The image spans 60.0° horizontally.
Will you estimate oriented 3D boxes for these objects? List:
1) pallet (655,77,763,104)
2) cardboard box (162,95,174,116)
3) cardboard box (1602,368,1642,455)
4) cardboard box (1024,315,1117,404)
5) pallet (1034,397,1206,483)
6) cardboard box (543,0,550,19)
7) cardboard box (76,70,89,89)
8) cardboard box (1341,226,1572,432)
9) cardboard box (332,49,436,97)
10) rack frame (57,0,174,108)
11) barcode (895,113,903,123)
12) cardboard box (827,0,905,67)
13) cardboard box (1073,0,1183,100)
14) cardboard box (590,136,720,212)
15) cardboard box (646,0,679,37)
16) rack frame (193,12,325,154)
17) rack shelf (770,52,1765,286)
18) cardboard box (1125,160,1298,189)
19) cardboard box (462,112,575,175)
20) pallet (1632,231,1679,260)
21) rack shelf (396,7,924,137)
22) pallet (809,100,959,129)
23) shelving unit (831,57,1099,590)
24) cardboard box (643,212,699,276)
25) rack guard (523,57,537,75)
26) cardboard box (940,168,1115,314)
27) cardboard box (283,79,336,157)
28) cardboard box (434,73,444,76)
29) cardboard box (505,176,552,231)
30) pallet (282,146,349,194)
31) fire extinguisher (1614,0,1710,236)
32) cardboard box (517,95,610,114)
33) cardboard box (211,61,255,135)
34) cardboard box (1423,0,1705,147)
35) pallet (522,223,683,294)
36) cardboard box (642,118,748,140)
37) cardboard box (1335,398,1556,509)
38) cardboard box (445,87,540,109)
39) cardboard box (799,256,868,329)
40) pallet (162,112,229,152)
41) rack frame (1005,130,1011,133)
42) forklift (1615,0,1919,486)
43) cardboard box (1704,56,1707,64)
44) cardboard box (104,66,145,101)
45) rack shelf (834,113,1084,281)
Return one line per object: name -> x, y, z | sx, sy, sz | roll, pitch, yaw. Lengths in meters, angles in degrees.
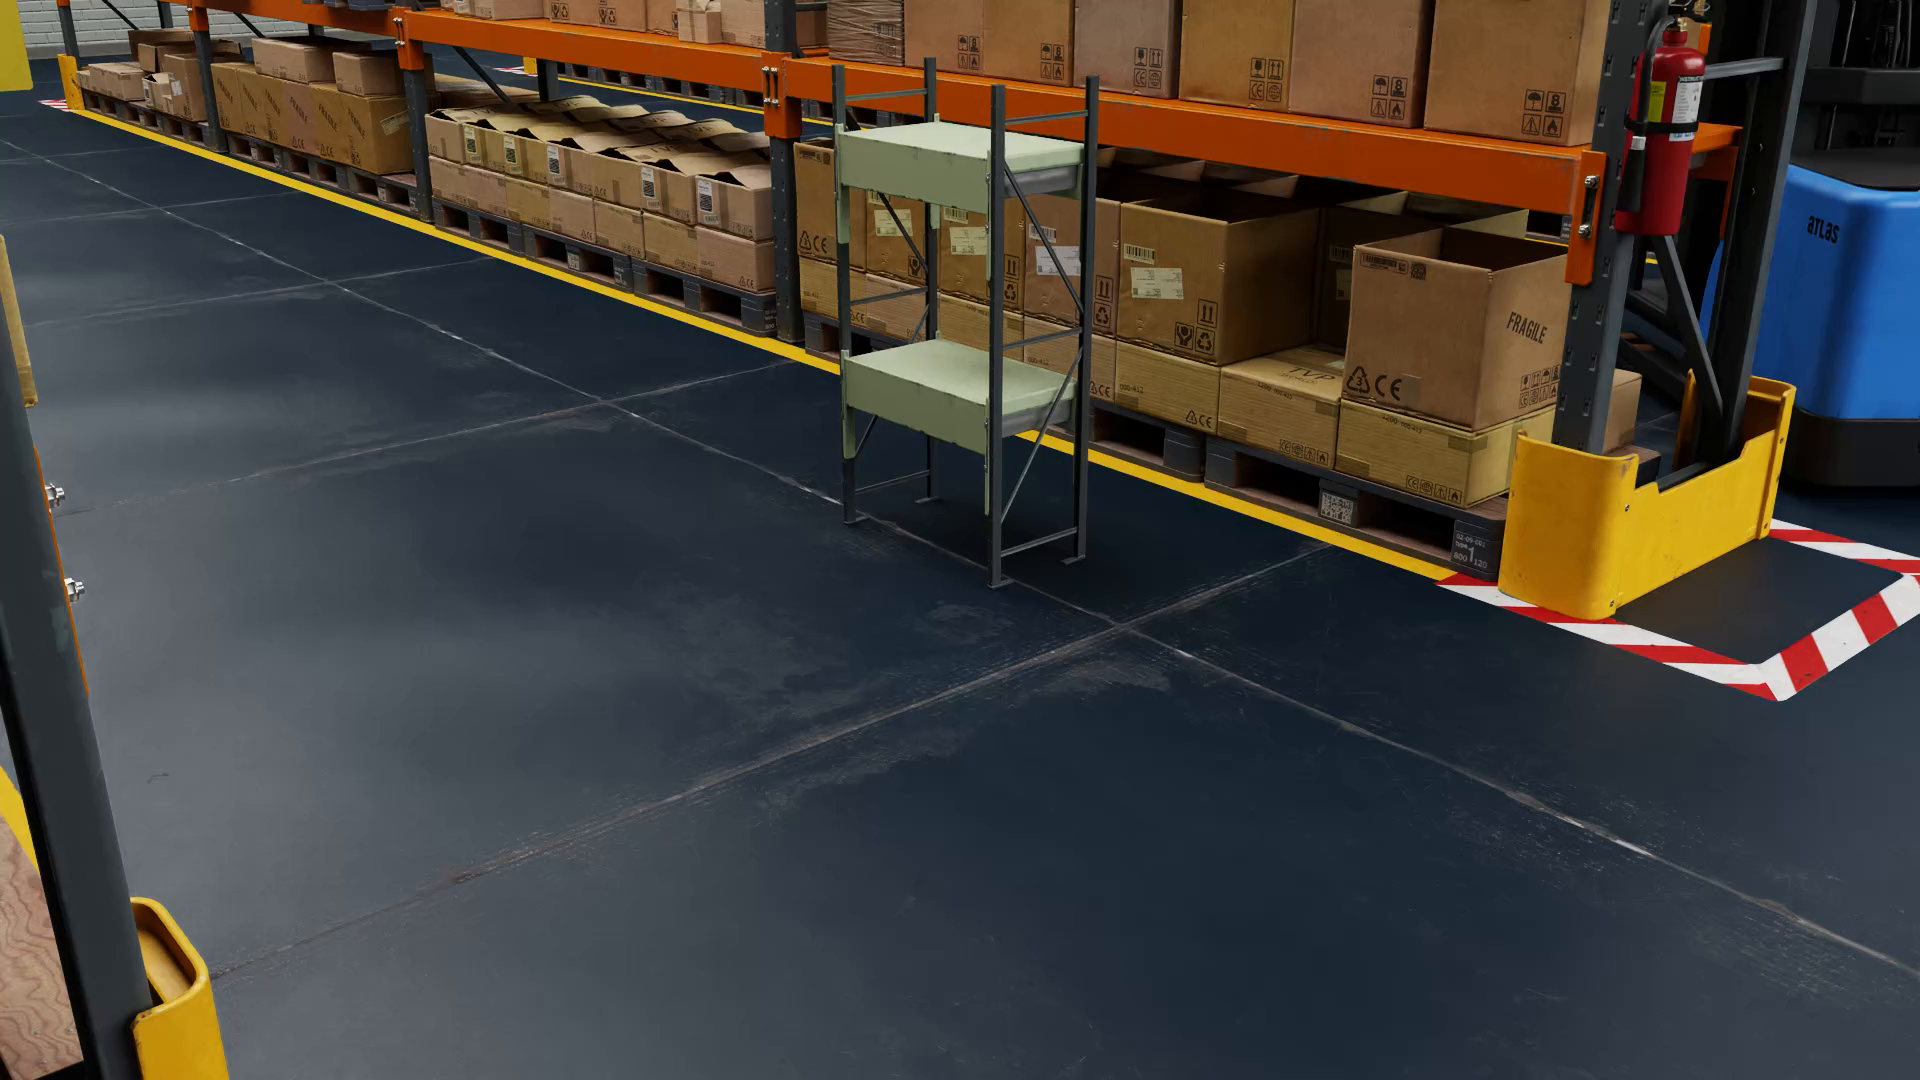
pallet -> -2.427, -4.732, 17.277 | 1.003, 0.211, 1.213 | -17, 27, -37
cardboard box -> -6.550, -3.715, 14.162 | 0.380, 0.149, 0.250 | -17, 27, -37
cardboard box -> 1.978, -0.459, 5.738 | 0.500, 0.250, 0.500 | -17, 27, -37
cardboard box -> 0.598, -0.748, 6.474 | 0.500, 0.250, 0.500 | -17, 27, -37
pallet -> 0.837, -0.583, 6.683 | 1.003, 0.211, 1.213 | -17, 27, -37
cardboard box -> -2.187, -3.097, 9.624 | 0.380, 0.149, 0.250 | -15, 26, -34
cardboard box -> -8.271, -4.444, 16.022 | 0.380, 0.149, 0.250 | -17, 27, -37
cardboard box -> 1.585, -0.685, 5.286 | 0.500, 0.500, 0.500 | -17, 27, -37
cardboard box -> -3.890, -3.161, 11.236 | 0.500, 0.250, 0.500 | -16, 27, -35
rack frame -> -8.284, -5.764, 16.086 | 1.000, 3.000, 0.127 | -17, 27, -37
barcode -> -0.302, -2.106, 8.255 | 0.001, 0.075, 0.075 | -17, 27, -37
cardboard box -> -0.157, -2.374, 7.294 | 0.700, 0.500, 0.500 | -18, 28, -39
cardboard box -> 0.852, -1.949, 6.209 | 0.700, 0.500, 0.500 | -16, 27, -36
cardboard box -> -1.601, -1.949, 8.772 | 0.500, 0.311, 0.500 | -18, 27, -38
cardboard box -> -1.284, -2.856, 8.527 | 0.500, 0.500, 0.500 | -15, 26, -34
rack frame -> -5.673, -4.658, 13.265 | 1.000, 3.000, 0.127 | -17, 27, -37
rack shelf -> 0.855, -1.561, 6.342 | 1.077, 0.370, 4.000 | -17, 27, -37
cardboard box -> 1.001, -1.224, 6.661 | 0.500, 0.500, 0.500 | -17, 27, -37
cardboard box -> -2.593, -2.372, 9.853 | 0.500, 0.311, 0.500 | -18, 28, -39
pallet -> 4.511, -1.795, 9.778 | 1.003, 0.211, 1.213 | -17, 27, -37
rack shelf -> -1.756, -2.666, 9.164 | 1.077, 0.370, 4.000 | -17, 27, -37
pallet -> -0.645, -3.978, 15.351 | 1.003, 0.211, 1.213 | -17, 27, -37
shelving unit -> 0.004, -0.697, 5.206 | 0.431, 1.500, 0.755 | -17, 27, -37
cardboard box -> -1.270, -1.549, 8.521 | 0.500, 0.250, 0.500 | -18, 28, -38
rack guard -> -4.555, -5.781, 19.559 | 1.175, 0.500, 0.348 | -17, 27, -37
cardboard box -> 0.267, -1.234, 6.687 | 0.500, 0.500, 0.500 | -17, 27, -37
cardboard box -> -4.535, -3.083, 12.068 | 0.500, 0.500, 0.500 | -19, 28, -39
cardboard box -> -4.157, -3.214, 12.401 | 0.500, 0.500, 0.500 | -19, 28, -39
cardboard box -> -2.270, -1.973, 9.603 | 0.500, 0.250, 0.500 | -18, 28, -39
pallet -> -4.313, -2.807, 12.362 | 1.003, 0.211, 1.213 | -17, 27, -37
fire extinguisher -> 1.885, -1.164, 4.449 | 0.296, 0.674, 0.183 | -17, 27, -37
cardboard box -> -2.534, -2.644, 10.546 | 0.500, 0.311, 0.500 | -17, 27, -36
cardboard box -> -5.542, -3.508, 13.151 | 0.500, 0.500, 0.500 | -19, 28, -40
cardboard box -> 1.865, -1.522, 5.119 | 0.700, 0.500, 0.500 | -17, 27, -37
pallet -> -1.762, -1.681, 9.487 | 1.003, 0.211, 1.213 | -17, 27, -37
cardboard box -> -1.537, -2.223, 9.471 | 0.500, 0.311, 0.500 | -17, 27, -36
cardboard box -> 1.586, -0.336, 5.424 | 0.500, 0.250, 0.500 | -17, 27, -37
cardboard box -> -3.143, -2.788, 11.314 | 0.500, 0.500, 0.500 | -16, 27, -35
cardboard box -> -0.378, -1.163, 7.535 | 0.500, 0.250, 0.500 | -17, 27, -37
pallet -> -6.121, -3.550, 14.258 | 1.003, 0.211, 1.213 | -17, 27, -37
rack frame -> 0.693, -4.732, 13.451 | 1.000, 3.000, 0.127 | -17, 27, -37
forklift -> 3.460, -2.034, 6.659 | 1.130, 2.935, 3.031 | 0, 21, 0
cardboard box -> 6.672, -4.021, 14.462 | 0.500, 0.500, 0.700 | 20, 29, 41
cardboard box -> -7.491, -4.194, 15.246 | 0.500, 0.250, 0.500 | -17, 27, -37
rack shelf -> 0.004, -1.060, 5.063 | 0.431, 0.370, 0.720 | -17, 27, -37
